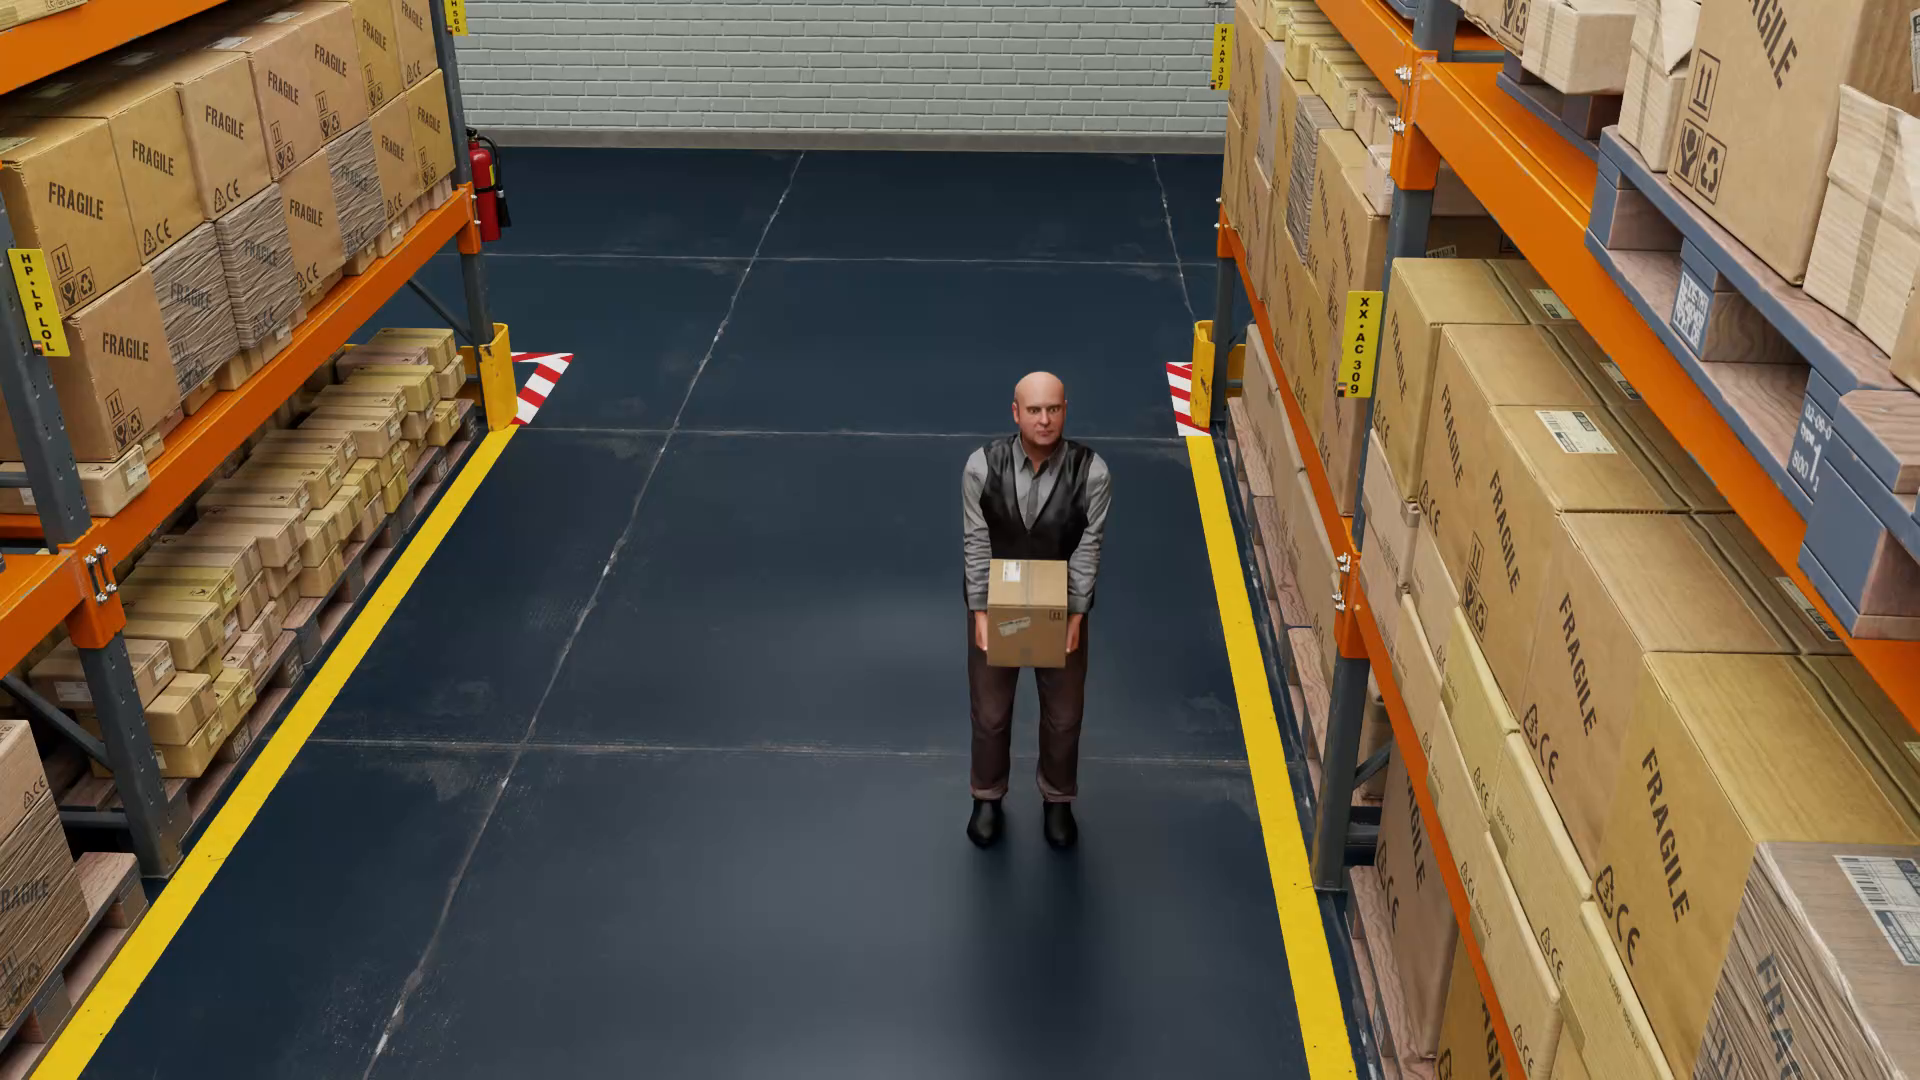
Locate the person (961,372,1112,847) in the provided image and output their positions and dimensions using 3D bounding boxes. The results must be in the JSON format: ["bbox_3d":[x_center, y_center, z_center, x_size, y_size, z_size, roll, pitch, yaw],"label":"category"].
[{"bbox_3d":[0.246,0.297,5.594,0.494,1.711,0.560,1,28,3],"label":"person"}]
